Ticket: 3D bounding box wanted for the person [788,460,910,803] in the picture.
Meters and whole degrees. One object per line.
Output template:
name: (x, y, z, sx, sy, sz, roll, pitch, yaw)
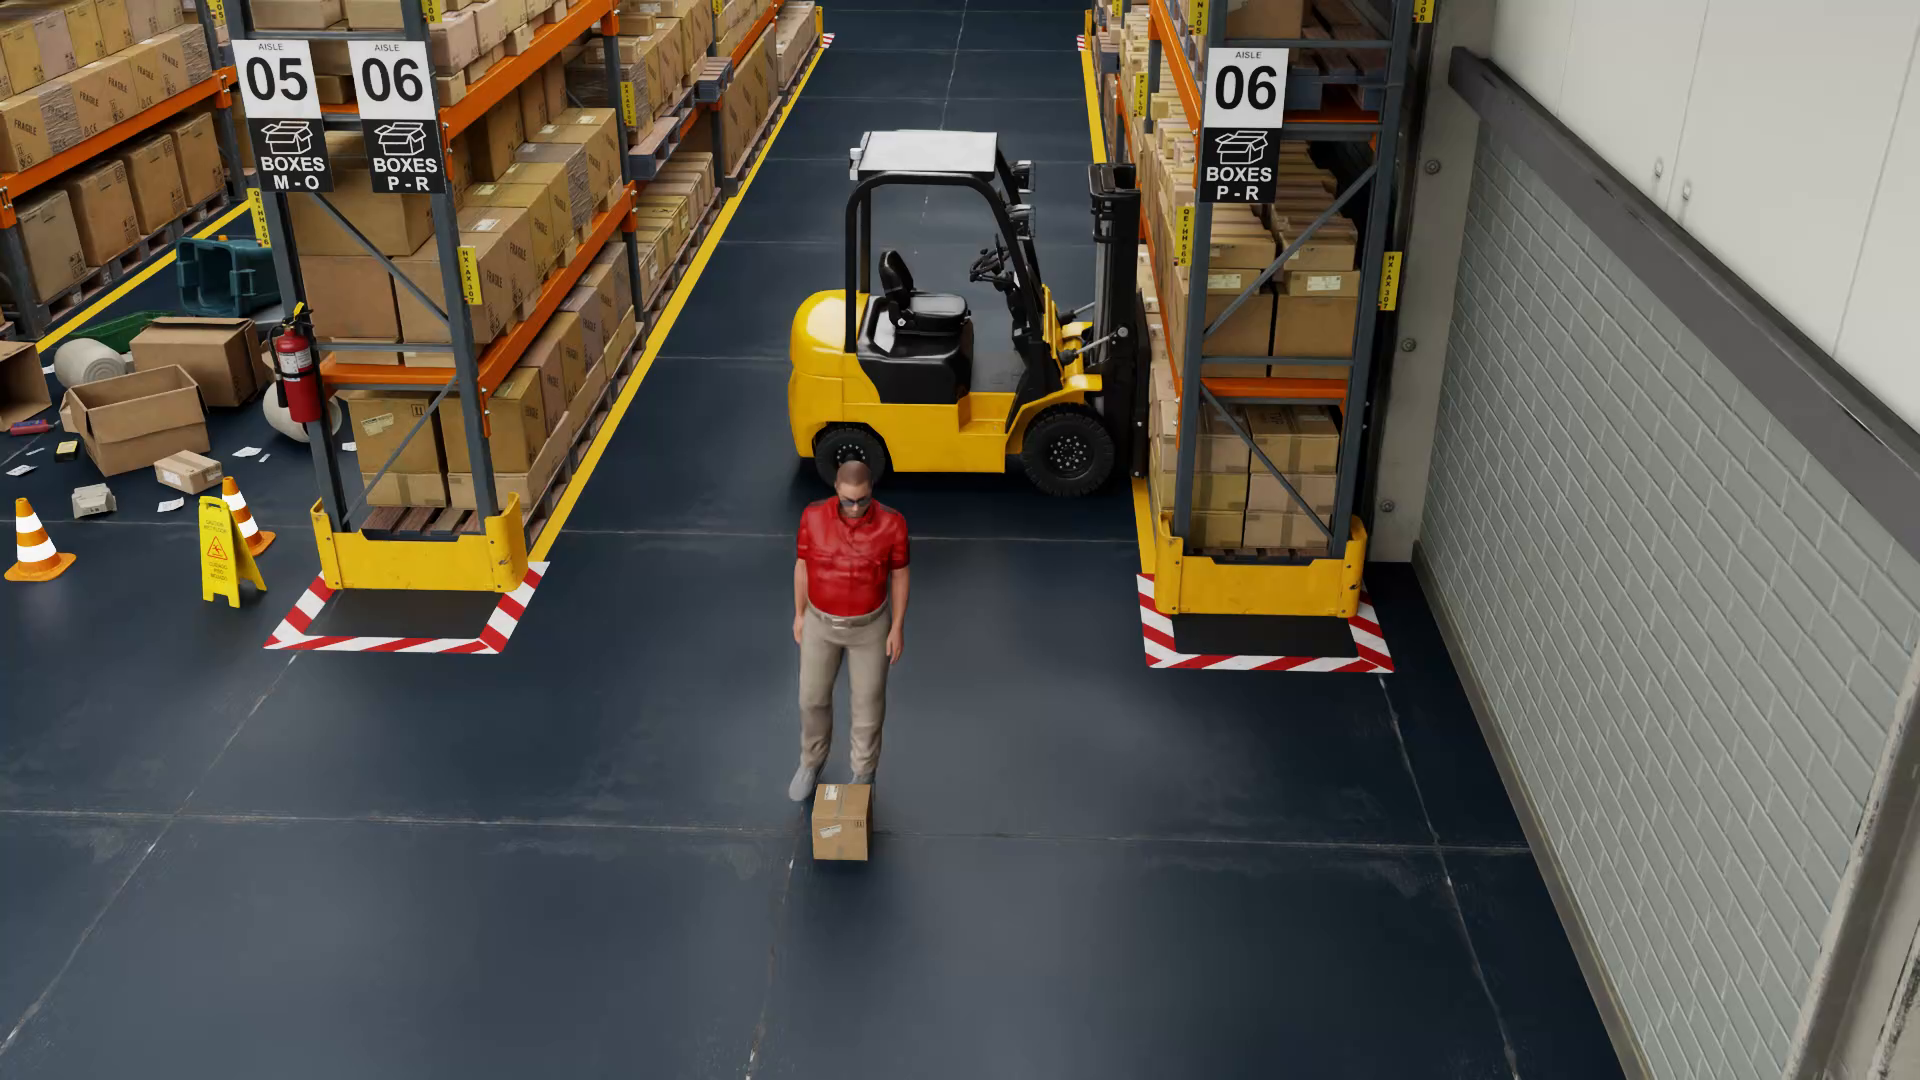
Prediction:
person: (-0.539, 0.465, 7.777, 0.605, 1.783, 0.477, 1, 28, 2)
